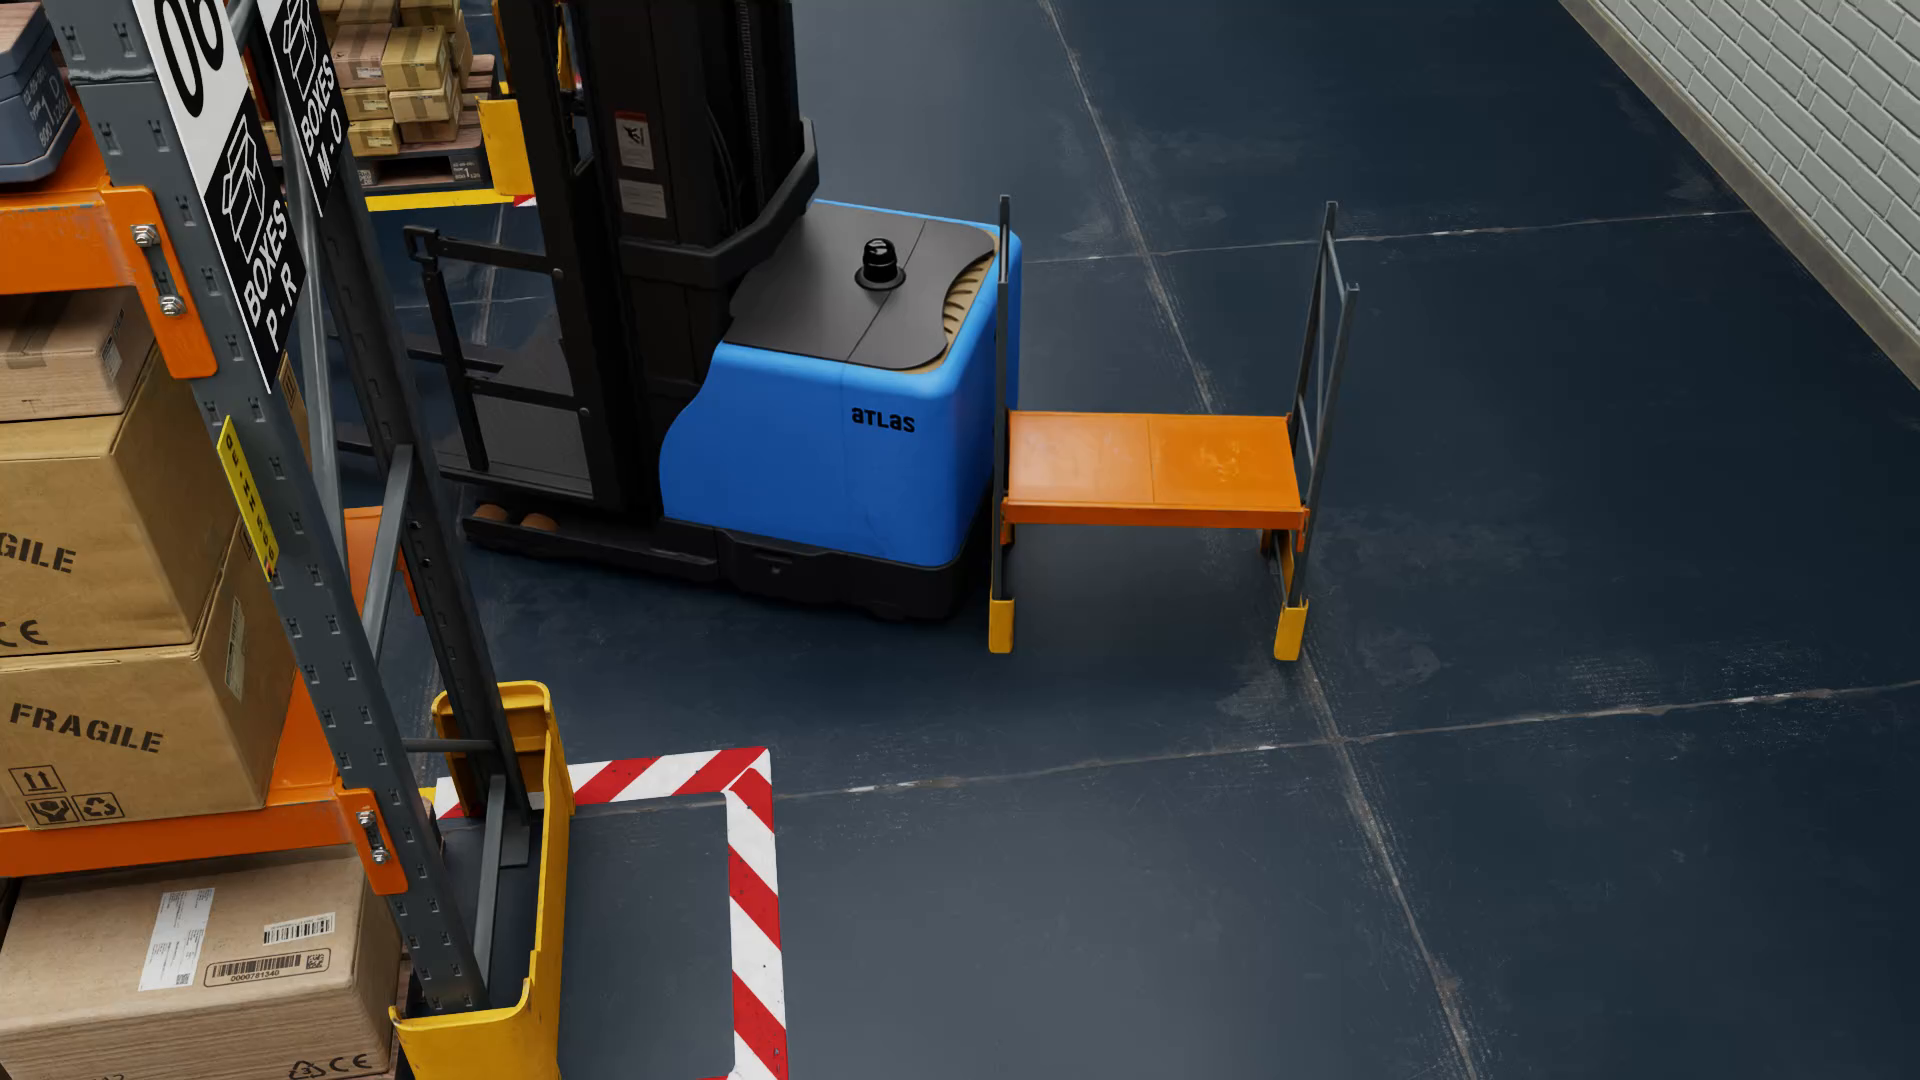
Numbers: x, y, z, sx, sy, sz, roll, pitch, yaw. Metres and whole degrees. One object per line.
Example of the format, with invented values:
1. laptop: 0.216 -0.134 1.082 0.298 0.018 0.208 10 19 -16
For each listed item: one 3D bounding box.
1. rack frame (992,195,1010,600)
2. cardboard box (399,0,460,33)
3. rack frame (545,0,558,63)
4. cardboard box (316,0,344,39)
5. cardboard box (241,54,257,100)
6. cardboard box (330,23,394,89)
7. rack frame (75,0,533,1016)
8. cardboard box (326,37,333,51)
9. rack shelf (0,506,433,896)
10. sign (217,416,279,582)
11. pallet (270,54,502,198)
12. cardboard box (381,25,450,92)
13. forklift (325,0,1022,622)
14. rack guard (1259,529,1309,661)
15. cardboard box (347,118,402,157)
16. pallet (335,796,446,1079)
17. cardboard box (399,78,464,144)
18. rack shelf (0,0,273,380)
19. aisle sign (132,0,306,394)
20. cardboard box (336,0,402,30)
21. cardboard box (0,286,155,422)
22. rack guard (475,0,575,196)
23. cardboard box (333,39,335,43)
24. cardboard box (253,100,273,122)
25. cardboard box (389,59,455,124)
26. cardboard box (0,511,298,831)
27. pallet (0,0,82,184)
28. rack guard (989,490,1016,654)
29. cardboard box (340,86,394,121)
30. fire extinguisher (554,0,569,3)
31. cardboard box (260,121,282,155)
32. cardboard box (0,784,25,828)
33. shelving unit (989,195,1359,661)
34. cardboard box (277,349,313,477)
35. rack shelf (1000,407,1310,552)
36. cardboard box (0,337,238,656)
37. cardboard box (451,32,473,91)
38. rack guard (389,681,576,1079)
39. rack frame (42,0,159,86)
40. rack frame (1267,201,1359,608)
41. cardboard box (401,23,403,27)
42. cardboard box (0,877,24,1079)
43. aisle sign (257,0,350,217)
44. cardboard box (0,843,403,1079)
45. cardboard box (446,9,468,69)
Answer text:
1. rack frame: 0.133 -0.357 5.526 0.032 1.500 0.500 1 42 2
2. cardboard box: -2.665 -2.694 8.368 0.250 0.149 0.380 -7 42 -7
3. rack frame: -2.101 -3.196 7.553 0.127 3.000 1.000 -5 42 -6
4. cardboard box: -3.189 -2.653 8.323 0.250 0.149 0.380 -5 42 -6
5. cardboard box: -3.355 -2.229 7.852 0.250 0.149 0.380 -7 42 -7
6. cardboard box: -2.850 -2.316 7.949 0.250 0.149 0.380 -4 42 -5
7. rack frame: -1.359 0.083 3.918 0.127 3.000 1.000 -5 42 -6
8. cardboard box: -3.090 -2.209 7.830 0.250 0.149 0.380 -6 42 -6
9. rack shelf: -3.343 0.524 3.967 4.000 0.370 1.077 -5 42 -6
10. sign: -1.303 -0.073 3.050 0.005 0.325 0.100 -5 42 -6
11. pallet: -2.987 -2.106 8.428 1.213 0.211 1.003 -5 42 -6
12. cardboard box: -2.594 -2.300 7.931 0.250 0.149 0.380 -5 42 -5
13. forklift: -1.341 -1.351 5.559 3.031 2.935 1.130 11 43 12
14. rack guard: 1.148 0.131 5.918 0.087 0.250 0.587 1 42 2
15. cardboard box: -2.838 -2.019 8.064 0.250 0.149 0.380 -4 42 -4
16. pallet: -2.142 1.240 4.718 1.213 0.211 1.003 -5 42 -6
17. cardboard box: -2.596 -2.109 8.163 0.250 0.149 0.380 -4 42 -5
18. rack shelf: -3.343 -0.590 2.962 4.000 0.370 1.077 -5 42 -6
19. aisle sign: -1.248 -0.683 2.826 0.004 0.787 0.394 -5 42 -6
20. cardboard box: -2.923 -2.590 8.253 0.250 0.149 0.380 -4 42 -5
21. cardboard box: -1.689 -0.402 3.151 0.250 0.149 0.380 -4 42 -5
22. rack guard: -2.177 -2.261 8.383 0.348 0.500 1.175 -5 42 -6
23. cardboard box: -3.164 -2.462 8.333 0.250 0.149 0.380 -4 42 -5
24. cardboard box: -3.383 -2.167 8.005 0.250 0.149 0.380 -5 42 -6
25. cardboard box: -2.588 -2.168 8.007 0.250 0.149 0.380 -6 42 -7
26. cardboard box: -1.803 0.264 3.643 0.500 0.500 0.500 -5 42 -5
27. pallet: -2.094 -0.926 2.864 1.213 0.211 1.003 -5 42 -6
28. rack guard: 0.153 0.108 5.944 0.087 0.250 0.587 1 42 2
29. cardboard box: -2.854 -2.181 8.021 0.250 0.149 0.380 -6 42 -7
30. fire extinguisher: -1.792 -2.744 7.388 0.183 0.674 0.296 -5 42 -6
31. cardboard box: -3.354 -2.023 8.068 0.250 0.149 0.380 -5 42 -5
32. cardboard box: -2.303 0.297 3.606 0.500 0.500 0.500 -6 42 -6
33. shelving unit: 0.651 -0.345 5.512 1.083 1.500 0.587 1 42 2
34. cardboard box: -1.873 -0.103 4.050 0.500 0.500 0.500 -5 42 -6
35. rack shelf: 0.641 -0.211 5.633 1.000 0.185 0.538 1 42 2
36. cardboard box: -1.807 -0.125 3.328 0.500 0.500 0.500 -4 42 -4
37. cardboard box: -2.662 -2.460 8.553 0.250 0.149 0.380 -4 42 -5
38. rack guard: -1.336 1.009 4.758 0.348 0.500 1.175 -5 42 -6
39. rack frame: -1.359 -2.145 1.909 0.127 3.000 1.000 -5 42 -6
40. rack frame: 1.150 -0.333 5.499 0.032 1.500 0.500 1 42 2
41. cardboard box: -2.933 -2.542 8.422 0.250 0.149 0.380 -5 42 -6
42. cardboard box: -2.907 1.087 4.404 0.875 0.438 0.875 -4 42 -4
43. aisle sign: -1.326 -1.081 3.268 0.004 0.787 0.394 -5 42 -6
44. cardboard box: -2.001 1.002 4.499 0.875 0.438 0.875 -6 42 -7
45. cardboard box: -2.654 -2.528 8.406 0.250 0.149 0.380 -3 42 -4
